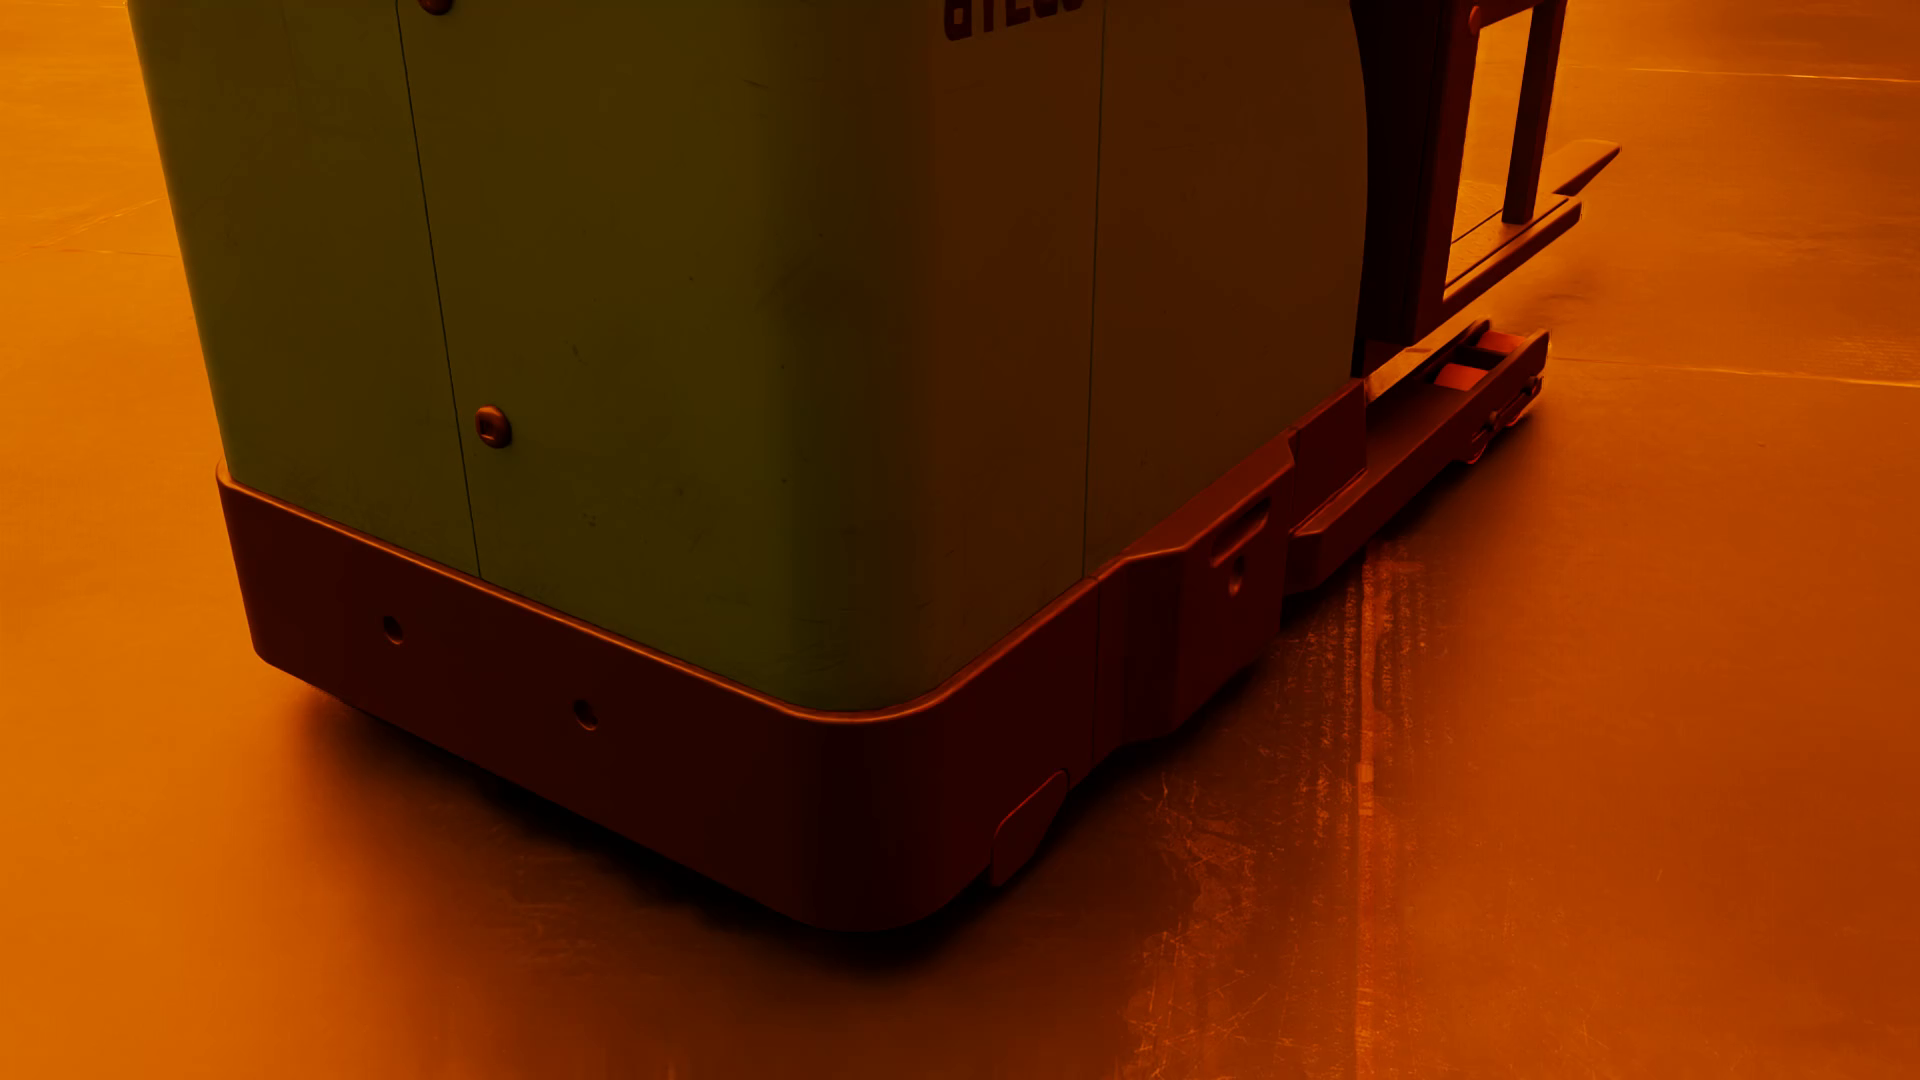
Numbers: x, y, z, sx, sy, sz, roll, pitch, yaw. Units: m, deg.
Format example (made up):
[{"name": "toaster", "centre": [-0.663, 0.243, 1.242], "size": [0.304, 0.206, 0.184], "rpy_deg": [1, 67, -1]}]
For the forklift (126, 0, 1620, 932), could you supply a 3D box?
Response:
[{"name": "forklift", "centre": [0.363, -1.543, 2.305], "size": [1.130, 2.935, 3.031], "rpy_deg": [17, 32, 31]}]
